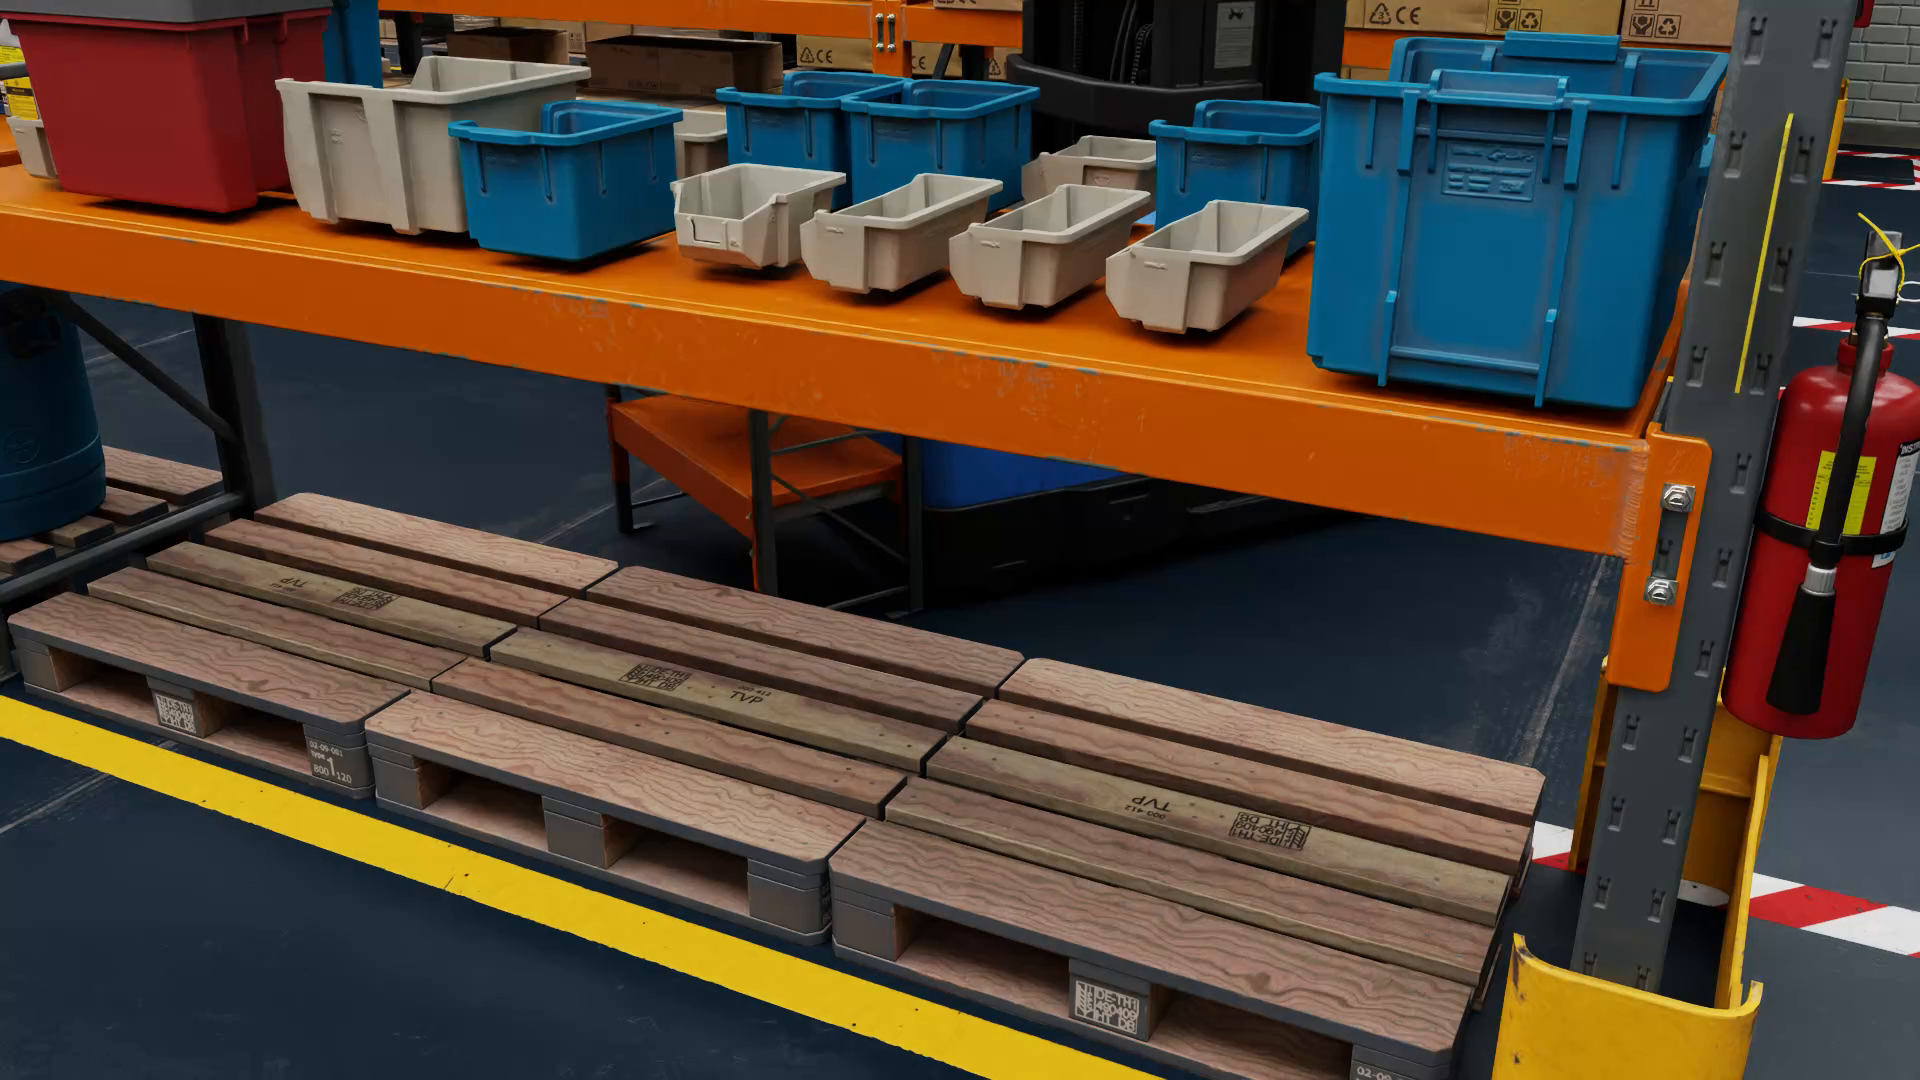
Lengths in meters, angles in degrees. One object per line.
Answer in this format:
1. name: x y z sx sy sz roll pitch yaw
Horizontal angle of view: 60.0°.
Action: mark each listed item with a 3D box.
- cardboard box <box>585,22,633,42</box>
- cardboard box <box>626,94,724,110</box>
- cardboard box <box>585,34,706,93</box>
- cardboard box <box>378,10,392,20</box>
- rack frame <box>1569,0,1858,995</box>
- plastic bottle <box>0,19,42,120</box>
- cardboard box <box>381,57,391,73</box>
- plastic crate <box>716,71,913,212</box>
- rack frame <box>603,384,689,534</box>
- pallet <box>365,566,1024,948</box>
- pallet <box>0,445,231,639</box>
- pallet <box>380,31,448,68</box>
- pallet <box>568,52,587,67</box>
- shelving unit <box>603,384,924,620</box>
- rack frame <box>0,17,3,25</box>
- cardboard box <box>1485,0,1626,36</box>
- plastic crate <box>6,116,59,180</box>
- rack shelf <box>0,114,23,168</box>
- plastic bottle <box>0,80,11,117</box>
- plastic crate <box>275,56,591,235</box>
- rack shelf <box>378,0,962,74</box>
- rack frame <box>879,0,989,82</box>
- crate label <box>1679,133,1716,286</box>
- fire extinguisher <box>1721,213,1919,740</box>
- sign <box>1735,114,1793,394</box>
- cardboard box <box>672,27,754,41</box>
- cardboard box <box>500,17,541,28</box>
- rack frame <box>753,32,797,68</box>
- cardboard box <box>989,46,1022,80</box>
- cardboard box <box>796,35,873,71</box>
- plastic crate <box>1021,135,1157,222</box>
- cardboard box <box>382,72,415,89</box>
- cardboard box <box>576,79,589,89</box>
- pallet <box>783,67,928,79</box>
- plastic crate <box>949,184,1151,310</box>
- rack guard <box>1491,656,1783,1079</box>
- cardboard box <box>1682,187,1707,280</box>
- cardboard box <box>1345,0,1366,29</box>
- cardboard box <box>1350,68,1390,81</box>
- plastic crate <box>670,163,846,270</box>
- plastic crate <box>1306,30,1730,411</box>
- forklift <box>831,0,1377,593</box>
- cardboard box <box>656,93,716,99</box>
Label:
1. cardboard box: -2.988 -4.709 15.121 0.500 0.500 0.700 11 25 24
2. cardboard box: -1.575 -2.119 9.032 0.500 0.500 0.500 12 26 25
3. cardboard box: -1.783 -2.734 9.519 0.500 0.250 0.500 11 25 24
4. cardboard box: -5.973 -5.266 16.431 0.500 0.500 0.500 9 25 21
5. rack frame: 1.211 -0.465 2.511 0.127 3.000 1.000 11 25 25
6. plastic bottle: -2.563 -1.332 4.611 0.185 0.351 0.144 11 25 25
7. cardboard box: -4.025 -2.988 10.704 0.500 0.311 0.500 12 26 26
8. plastic crate: -0.304 -0.860 3.577 0.300 0.233 0.416 11 25 25
9. rack frame: -0.882 -0.597 5.209 0.500 1.125 0.032 -15 27 -30
10. pallet: -0.593 0.443 3.939 1.213 0.211 1.003 11 25 25
11. pallet: -3.029 -0.039 5.073 1.213 0.211 1.003 11 25 25
12. pallet: -5.644 -4.867 16.426 1.213 0.211 1.003 11 25 25
13. pallet: -3.240 -4.409 15.348 1.213 0.211 1.003 11 25 25
14. shelving unit: -0.604 -0.431 4.817 0.538 1.125 1.048 -15 27 -30
15. rack frame: -7.260 -4.314 11.560 0.127 3.000 1.000 11 25 25
16. cardboard box: 2.462 -2.315 6.733 0.500 0.500 0.500 11 26 25
17. plastic crate: -2.008 -0.946 3.902 0.243 0.136 0.396 11 25 25
18. rack shelf: -4.144 -1.194 5.144 4.000 0.370 1.077 11 25 25
19. plastic bottle: -2.724 -1.332 4.802 0.097 0.201 0.097 0 23 0
20. plastic crate: -1.080 -0.811 3.398 0.530 0.282 0.437 11 25 25
21. rack shelf: -1.906 -2.923 9.210 4.000 0.370 1.077 11 25 25
22. rack frame: -0.121 -2.901 8.239 0.127 3.000 1.000 11 25 25
23. crate label: 1.139 -0.575 2.905 0.303 0.233 0.416 11 25 25
24. fire extinguisher: 1.140 -0.073 2.164 0.183 0.674 0.296 11 25 25
25. sign: 0.977 -0.346 2.021 0.005 0.325 0.100 11 25 25
26. cardboard box: -2.125 -4.499 14.628 0.500 0.500 0.700 12 26 25
27. cardboard box: -3.880 -4.899 15.568 0.500 0.500 0.700 11 25 24
28. rack frame: -1.459 -5.338 13.969 0.127 3.000 1.000 11 25 25
29. cardboard box: 0.678 -4.061 13.177 0.750 0.750 0.750 12 26 26
30. cardboard box: -0.862 -4.366 13.895 0.750 0.750 0.750 11 25 24
31. plastic crate: 0.284 -0.736 3.407 0.298 0.136 0.250 11 25 25
32. cardboard box: -3.413 -2.479 9.879 0.500 0.500 0.500 12 26 27
33. cardboard box: -2.288 -2.485 9.892 0.500 0.500 0.500 10 25 23
34. pallet: -0.789 -3.889 14.126 1.213 0.211 1.003 11 25 25
35. plastic crate: 0.149 -0.509 2.873 0.243 0.136 0.396 11 25 25
36. rack guard: 1.238 0.685 3.001 0.348 0.500 1.175 11 25 25
37. cardboard box: 2.852 -1.257 7.004 0.500 0.500 0.500 11 25 25
38. cardboard box: 1.569 -2.494 7.154 0.500 0.500 0.500 11 25 24
39. cardboard box: 3.179 -3.417 12.109 0.500 0.500 0.700 11 25 24
40. plastic crate: -0.383 -0.595 3.077 0.250 0.136 0.298 11 25 25
41. plastic crate: 0.827 -0.503 2.478 0.499 0.435 0.616 11 25 25
42. forklift: 1.010 -1.587 5.236 3.031 2.935 1.130 -12 26 -25
43. cardboard box: -1.366 -2.305 9.469 0.500 0.500 0.500 12 26 25
